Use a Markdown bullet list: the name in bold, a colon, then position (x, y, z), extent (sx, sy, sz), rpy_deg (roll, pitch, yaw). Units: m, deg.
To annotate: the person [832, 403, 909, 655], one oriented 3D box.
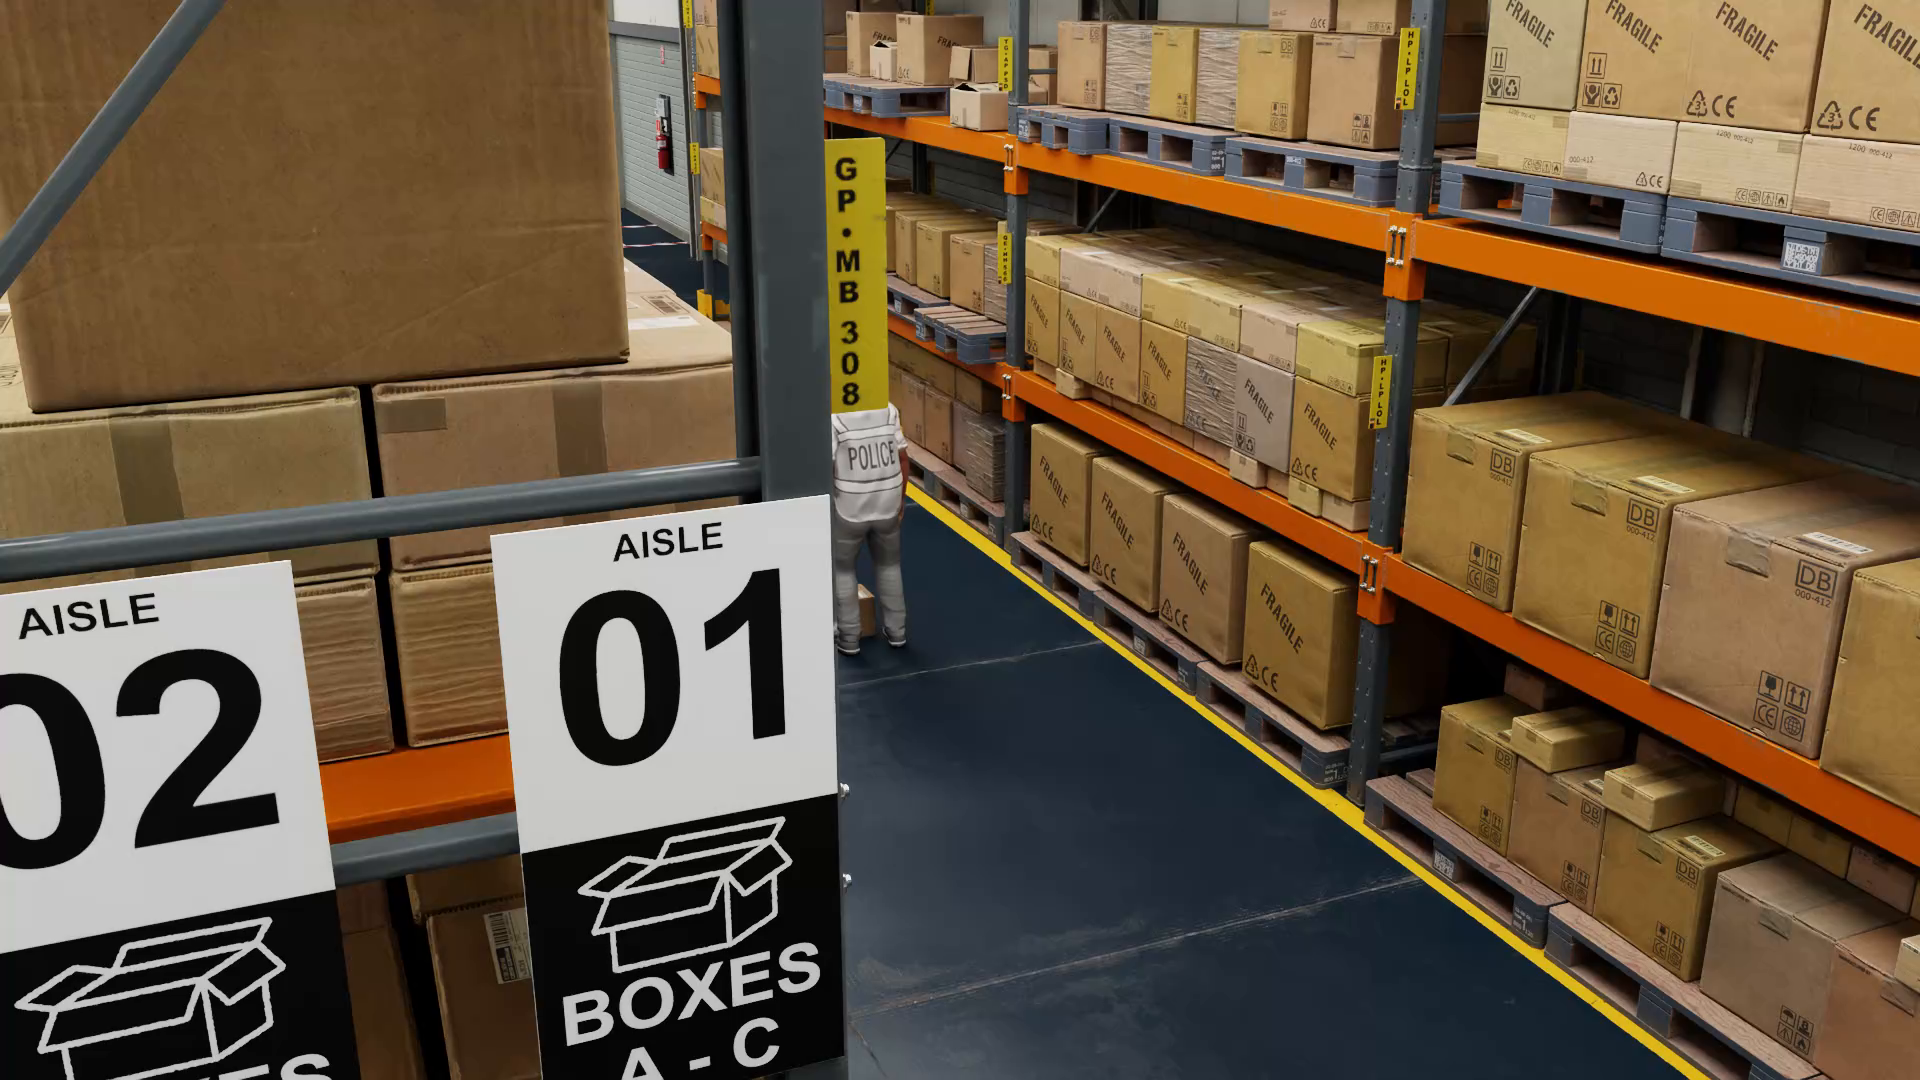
- **person**: position (-0.562, -0.192, 9.618), extent (0.604, 1.747, 0.445), rpy_deg (-9, 21, -25)
